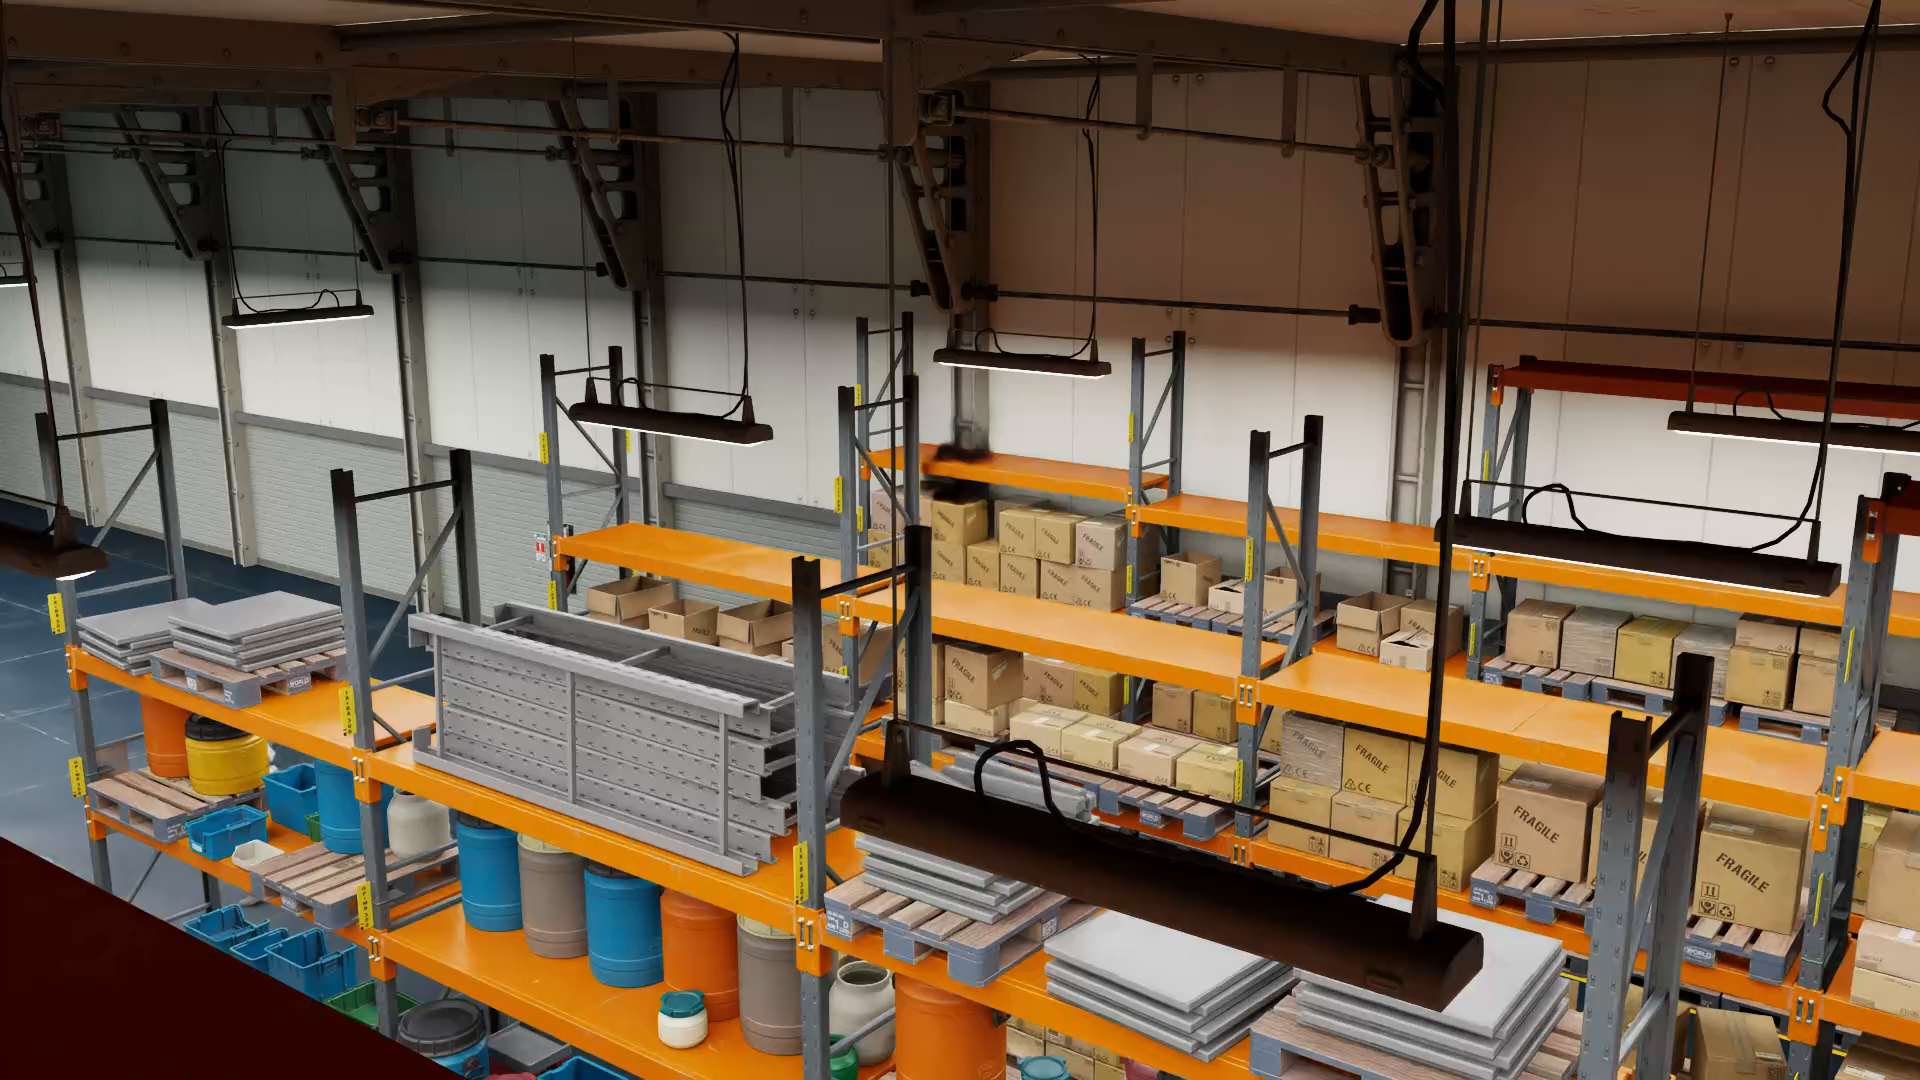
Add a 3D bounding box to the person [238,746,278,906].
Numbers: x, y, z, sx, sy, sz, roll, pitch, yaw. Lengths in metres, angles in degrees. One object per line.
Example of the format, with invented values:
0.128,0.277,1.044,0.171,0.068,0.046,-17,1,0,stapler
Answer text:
-7.442,3.074,18.112,0.940,1.784,0.666,-5,14,-22,person
